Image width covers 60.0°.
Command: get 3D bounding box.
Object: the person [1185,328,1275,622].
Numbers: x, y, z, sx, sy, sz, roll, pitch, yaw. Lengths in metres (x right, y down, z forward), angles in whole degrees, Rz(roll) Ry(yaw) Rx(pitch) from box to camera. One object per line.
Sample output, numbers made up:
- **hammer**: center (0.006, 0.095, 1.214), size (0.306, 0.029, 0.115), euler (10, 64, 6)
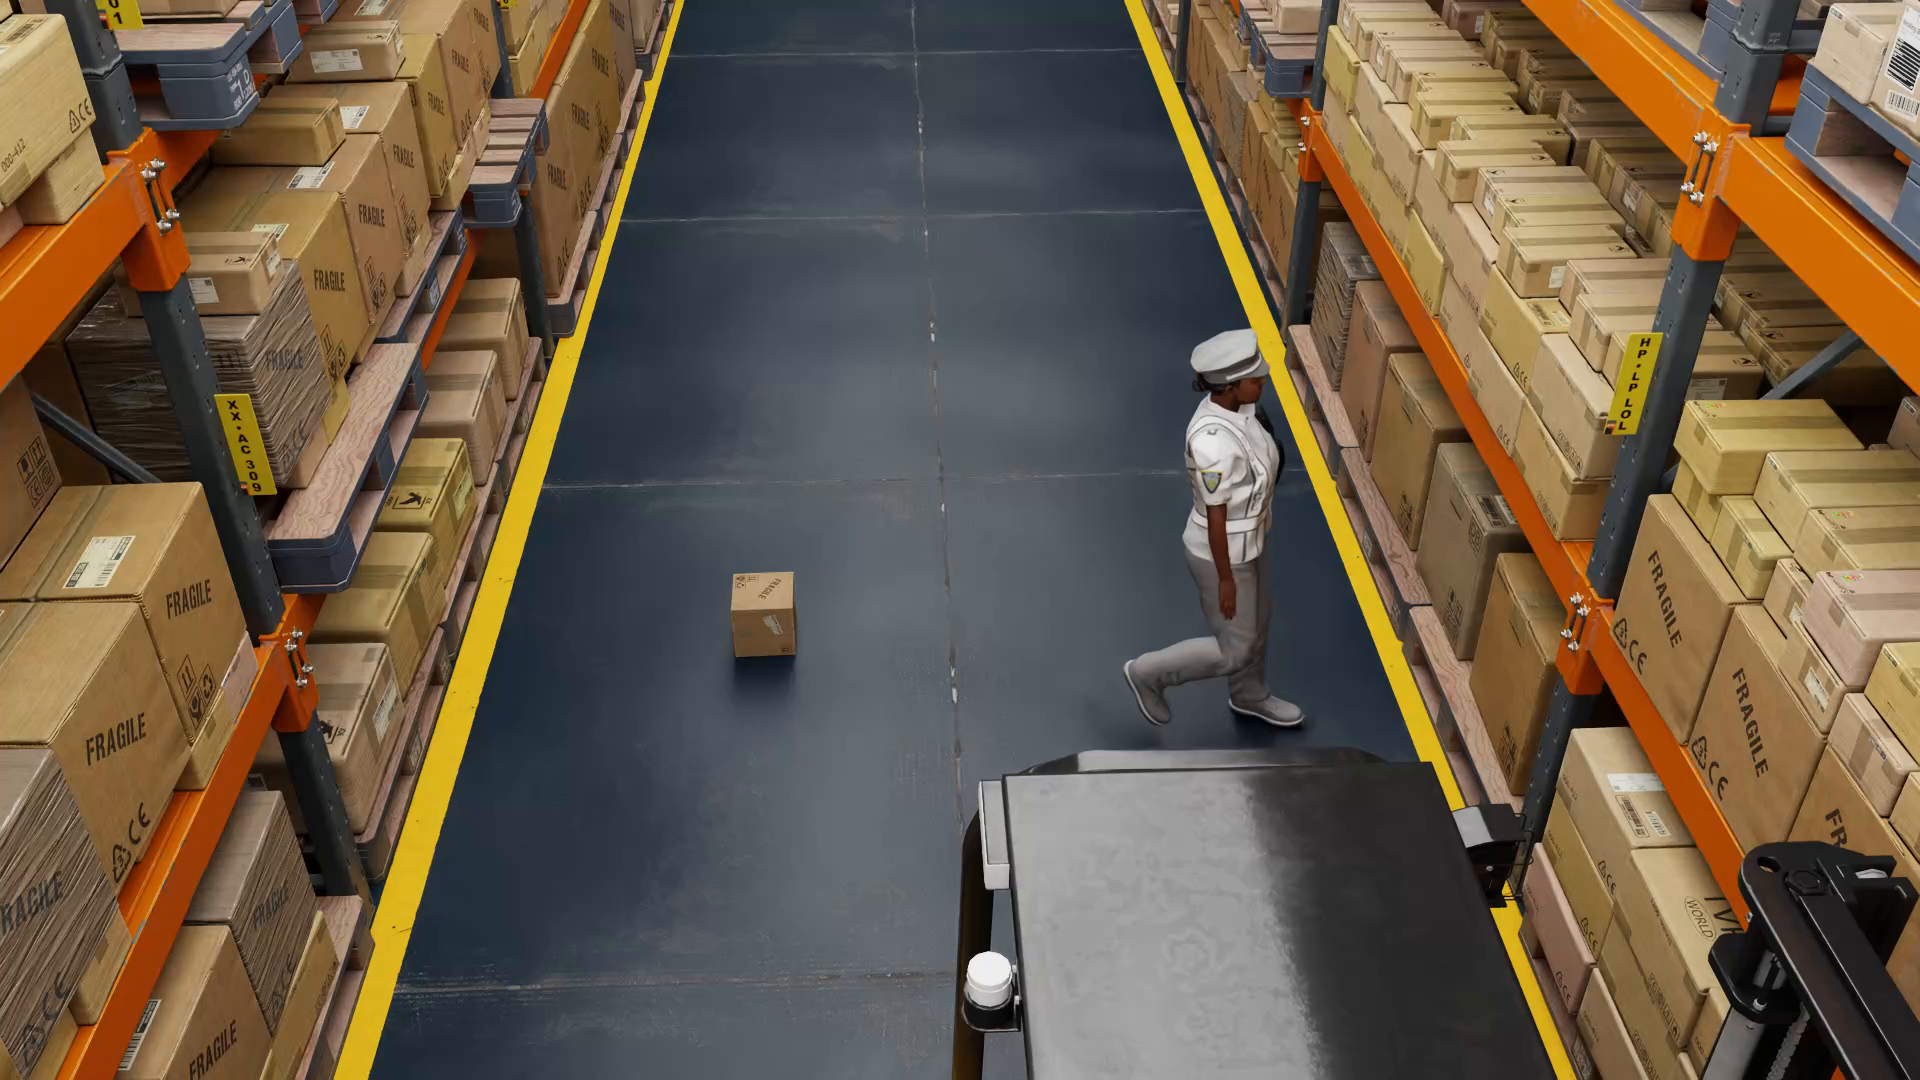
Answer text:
- **person**: center (0.946, -0.255, 5.901), size (0.335, 1.039, 0.484), euler (12, 37, 17)
